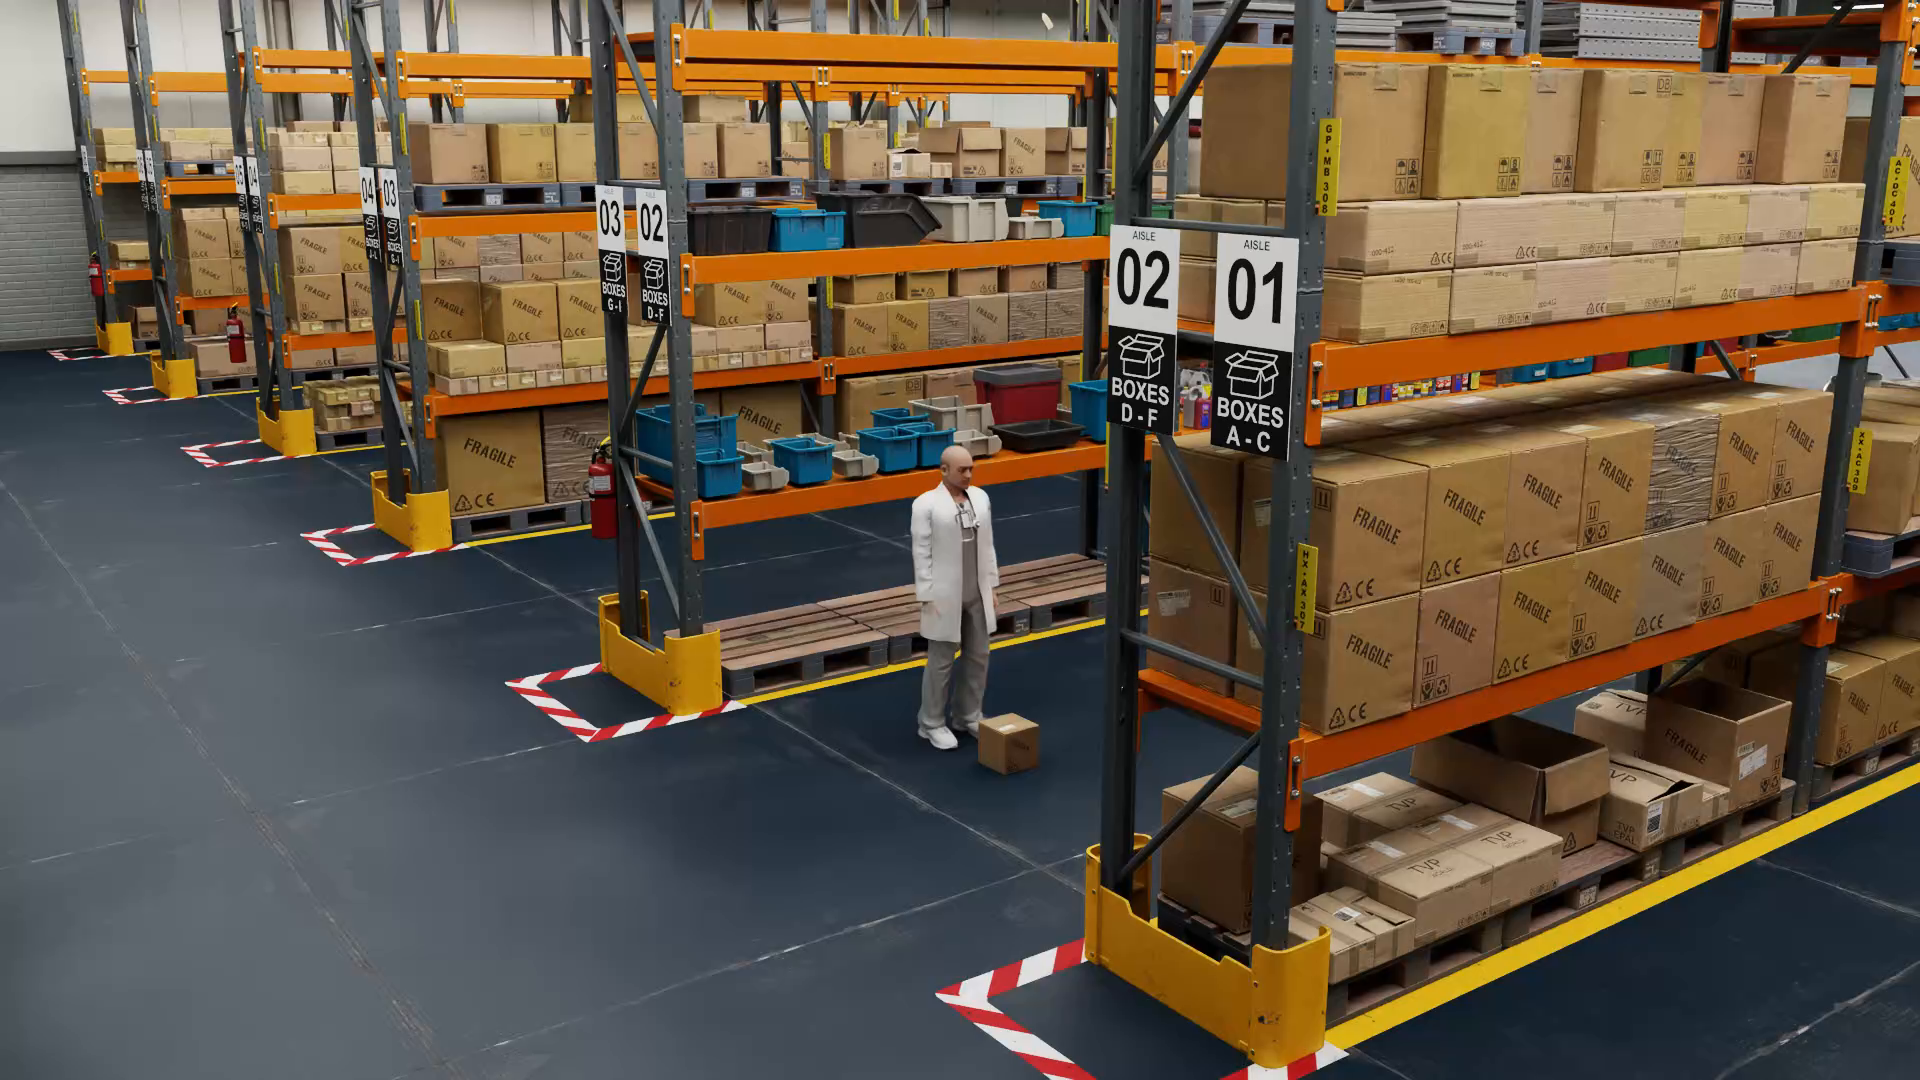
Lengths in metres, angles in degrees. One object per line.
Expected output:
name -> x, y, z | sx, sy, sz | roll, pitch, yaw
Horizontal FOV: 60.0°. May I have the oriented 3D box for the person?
person -> -0.004, 0.326, 9.759 | 0.562, 1.776, 0.388 | -10, 17, -33
